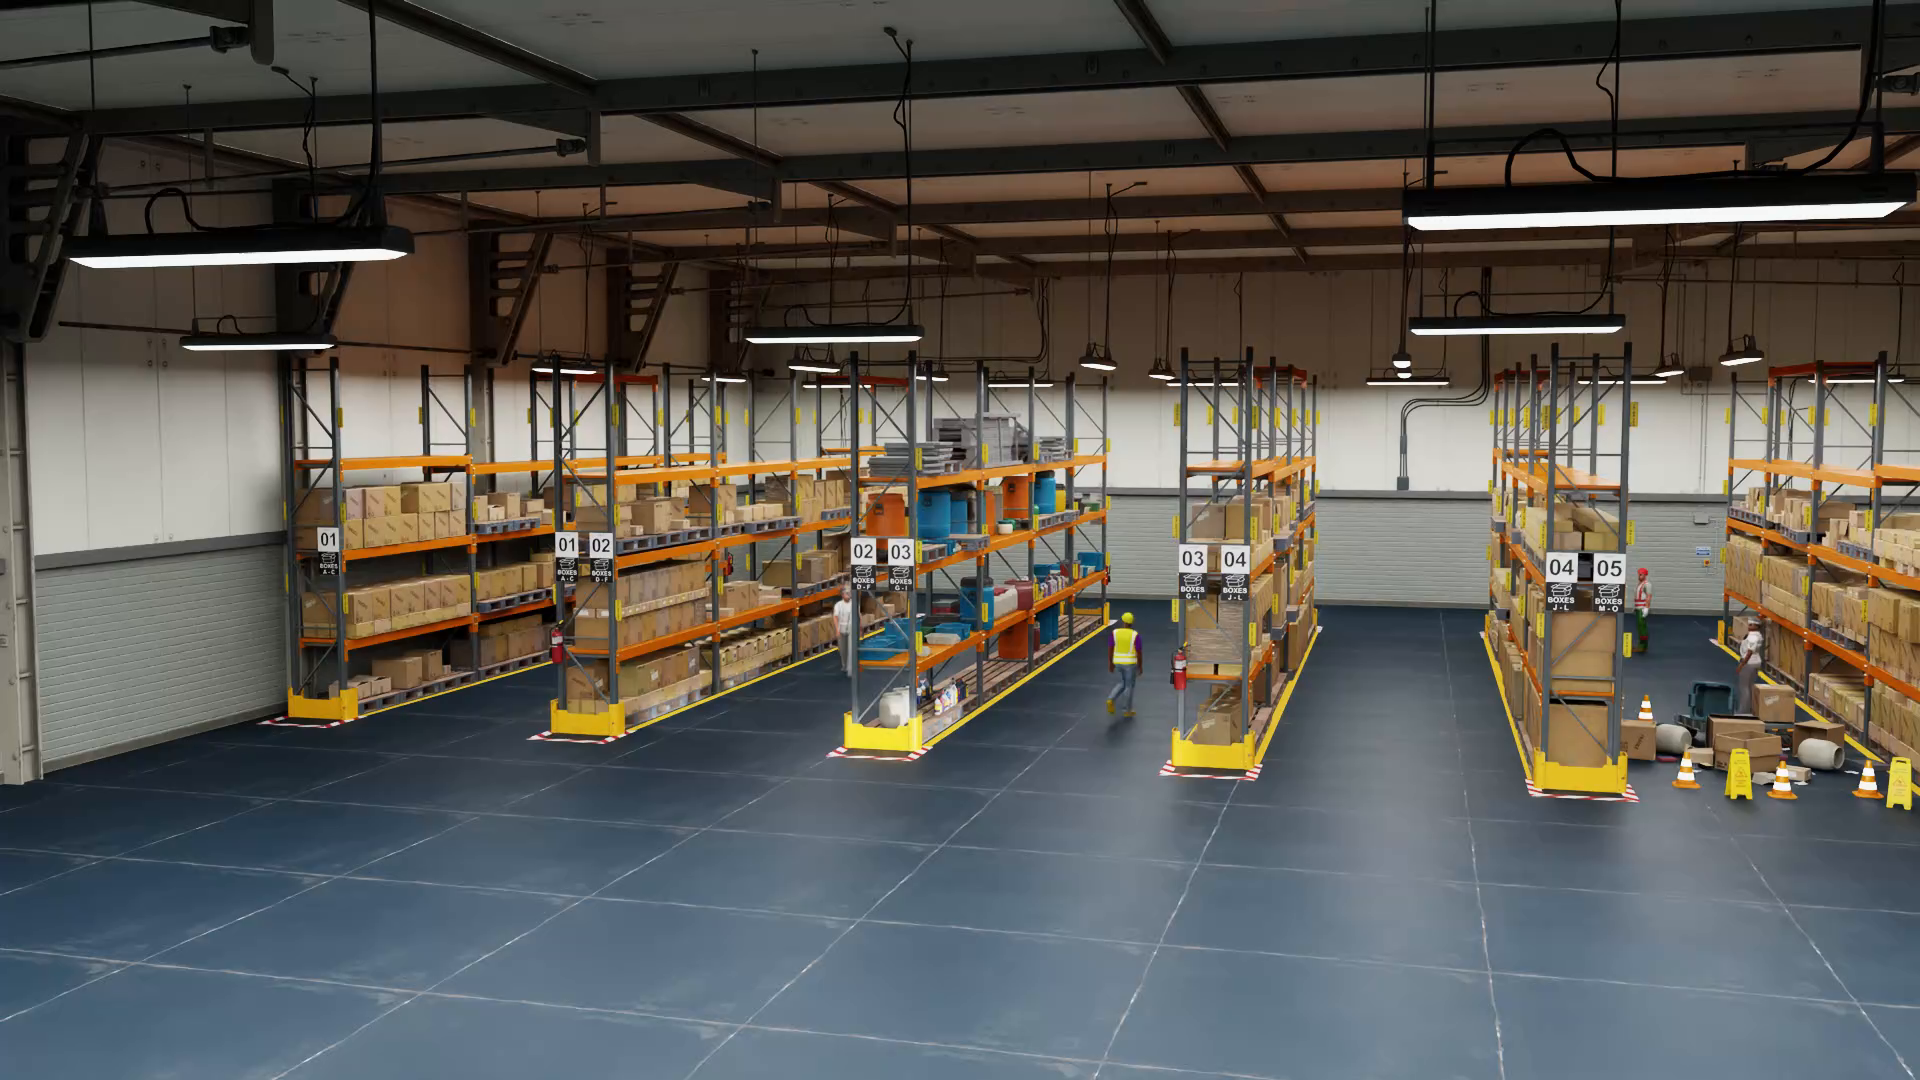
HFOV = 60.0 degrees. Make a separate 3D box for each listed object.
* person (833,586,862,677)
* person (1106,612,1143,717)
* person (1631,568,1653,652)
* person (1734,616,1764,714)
[{"bbox_3d":[-2.194,1.754,32.185,0.521,1.721,1.033,0,4,6],"label":"person"},{"bbox_3d":[2.750,2.077,27.727,0.602,1.754,0.550,-4,6,-41],"label":"person"},{"bbox_3d":[14.637,1.494,35.725,0.420,1.793,0.606,1,4,17],"label":"person"},{"bbox_3d":[13.260,2.153,27.992,0.529,1.747,0.448,-3,5,-38],"label":"person"}]
